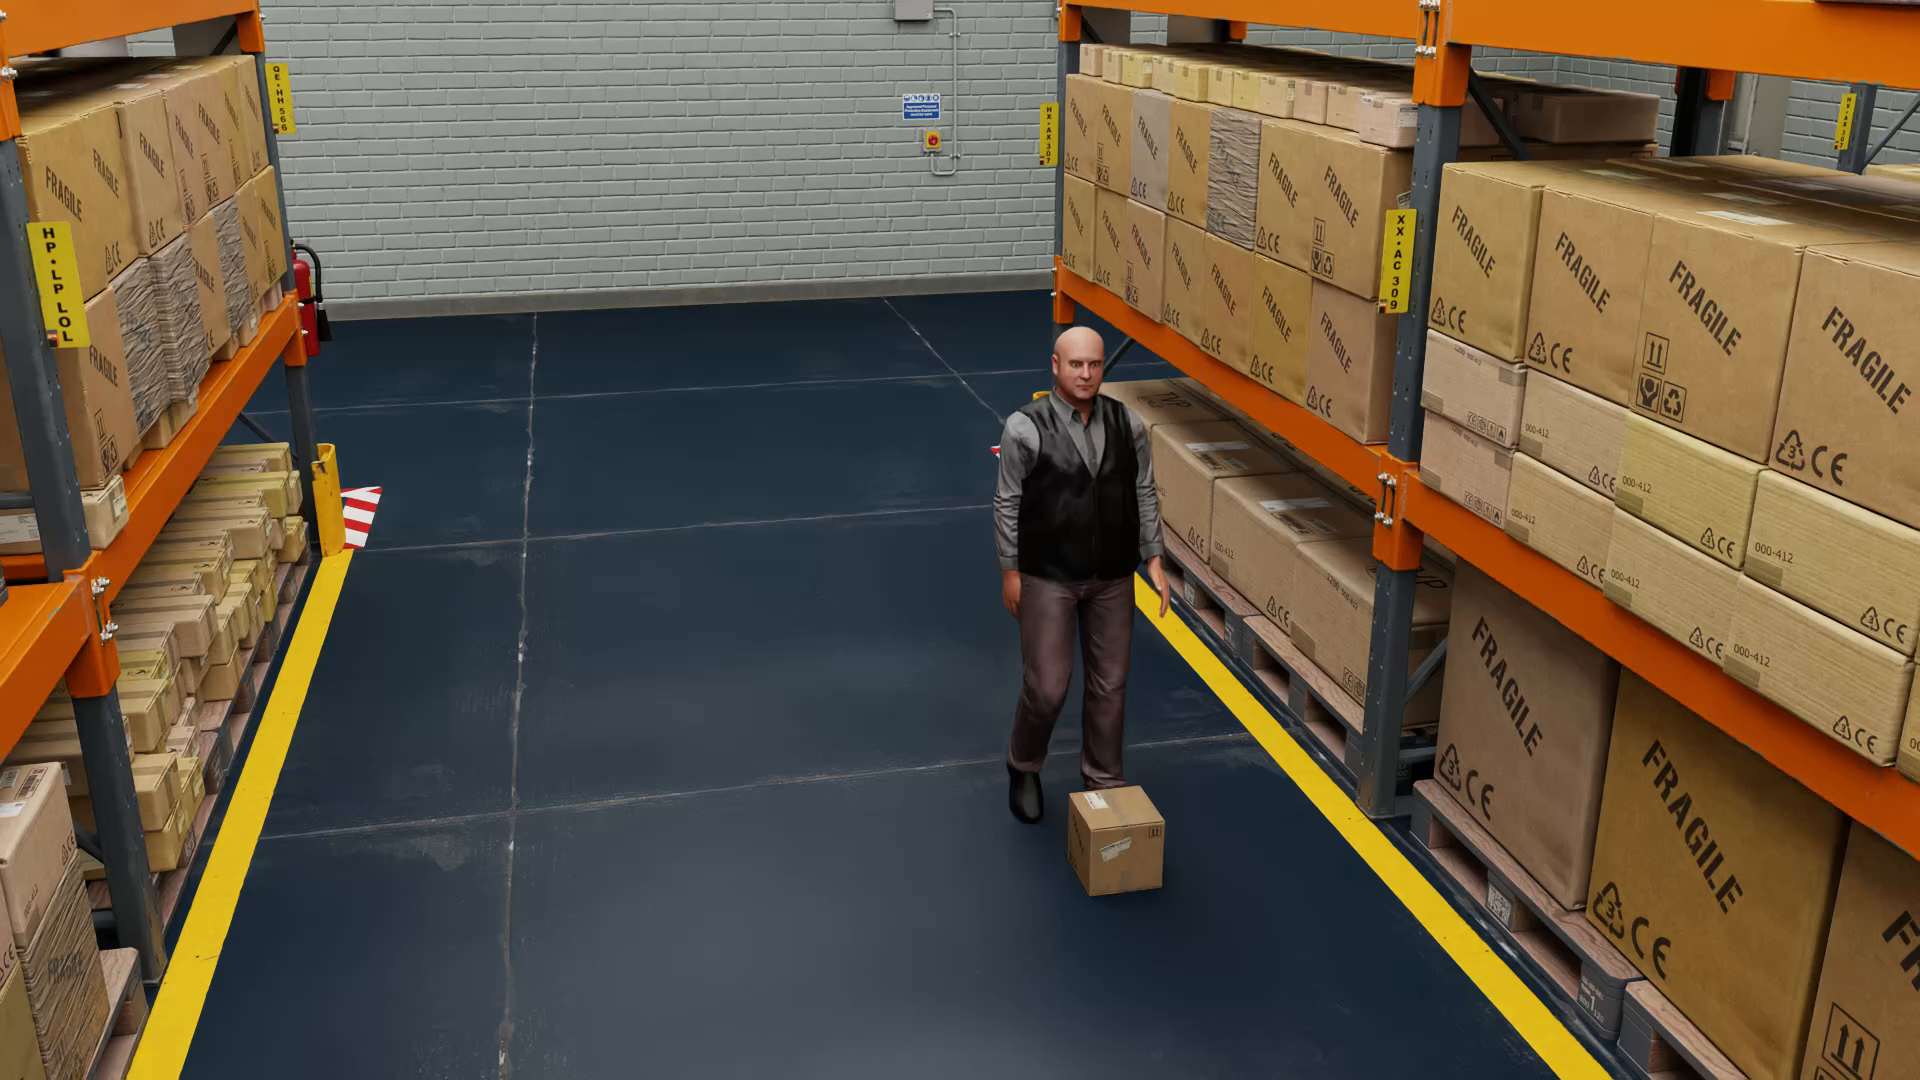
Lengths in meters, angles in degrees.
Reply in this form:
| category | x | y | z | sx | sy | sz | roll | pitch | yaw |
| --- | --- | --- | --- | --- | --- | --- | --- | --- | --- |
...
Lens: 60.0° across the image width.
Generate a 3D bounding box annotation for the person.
| category | x | y | z | sx | sy | sz | roll | pitch | yaw |
| --- | --- | --- | --- | --- | --- | --- | --- | --- | --- |
| person | 0.427 | 0.162 | 5.639 | 0.562 | 1.745 | 0.521 | -6 | 20 | -18 |
